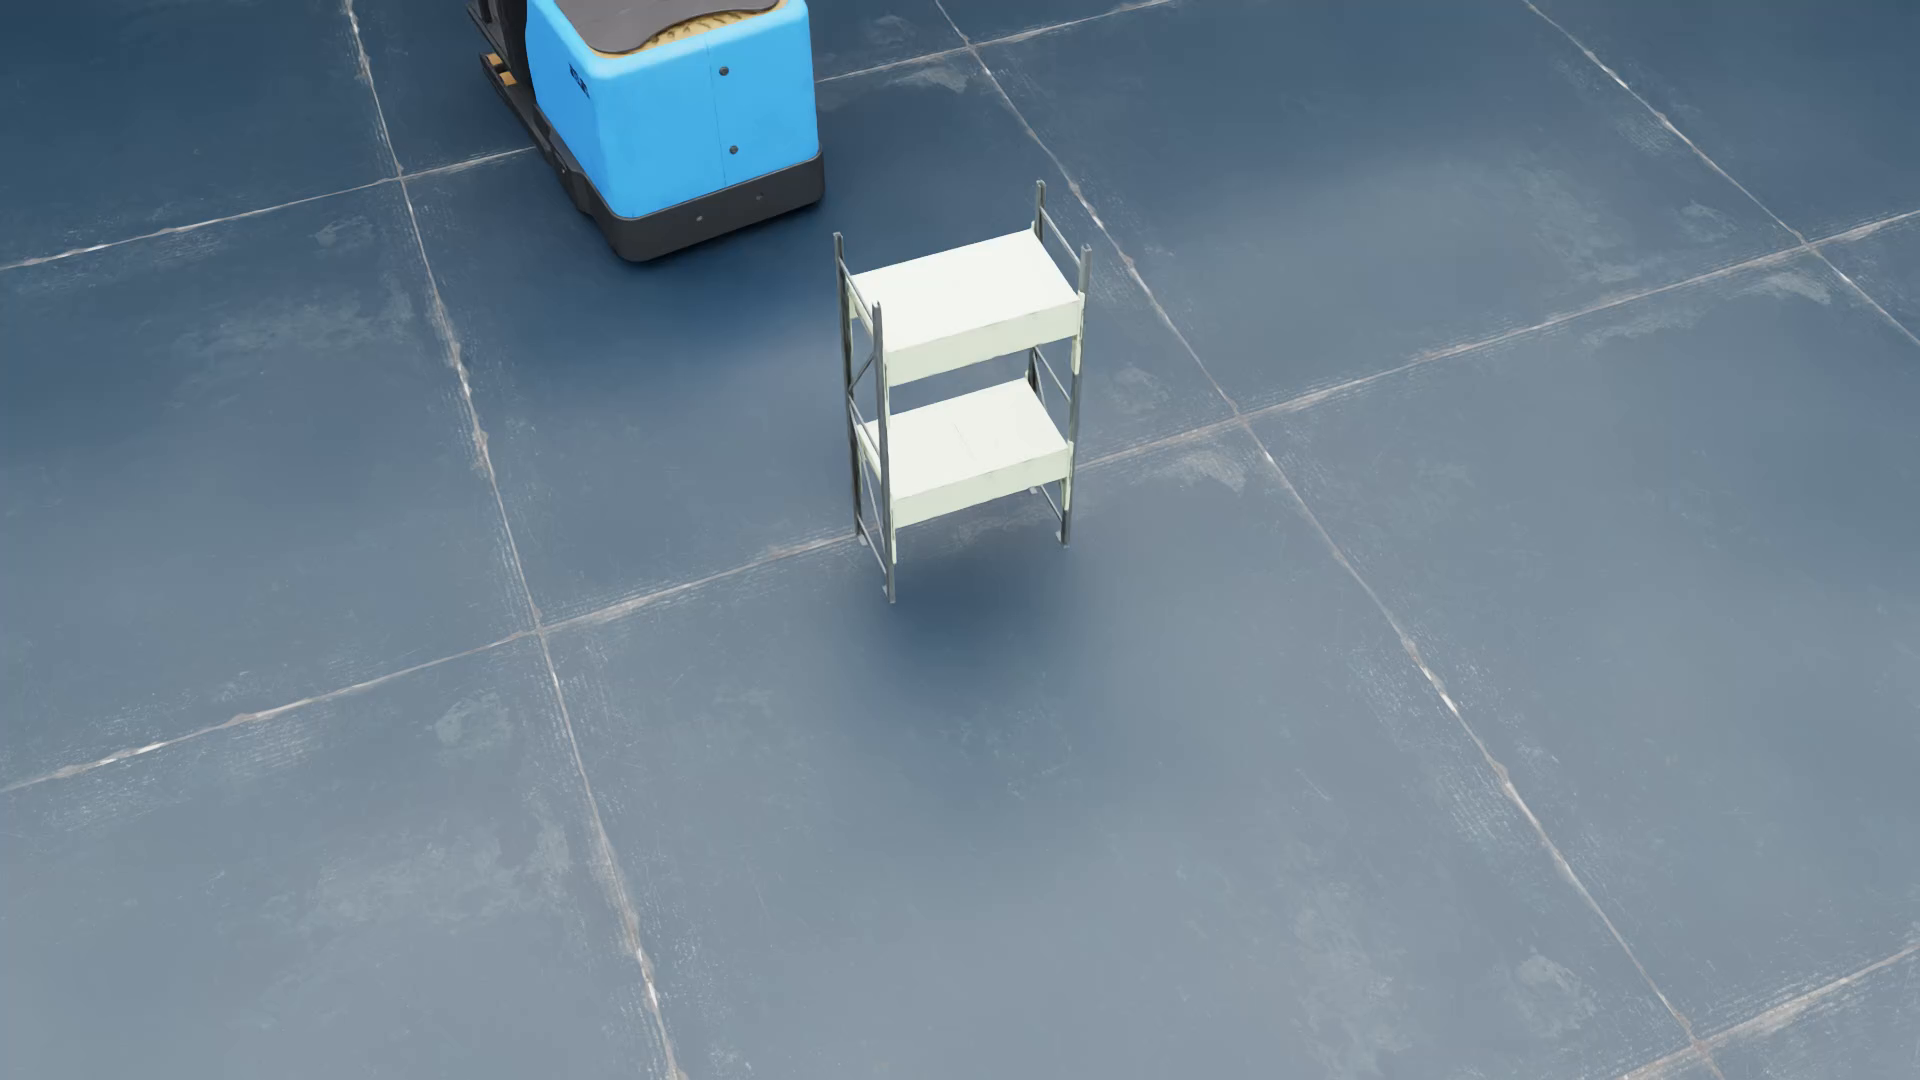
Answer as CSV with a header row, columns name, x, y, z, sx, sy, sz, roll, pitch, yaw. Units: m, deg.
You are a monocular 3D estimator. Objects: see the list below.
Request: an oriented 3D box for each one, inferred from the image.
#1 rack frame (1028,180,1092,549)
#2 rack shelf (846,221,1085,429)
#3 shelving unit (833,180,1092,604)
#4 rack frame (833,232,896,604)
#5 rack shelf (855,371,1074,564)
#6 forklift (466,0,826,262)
name,x,y,z,sx,sy,sz,roll,pitch,yaw
rack frame,0.345,-0.596,6.114,0.023,1.500,0.400,-17,52,-14
rack shelf,0.006,-0.745,5.727,0.720,0.370,0.431,-17,52,-14
shelving unit,0.006,-0.491,6.023,0.755,1.500,0.431,-17,52,-14
rack frame,-0.333,-0.386,5.933,0.023,1.500,0.400,-17,52,-14
rack shelf,0.006,-0.278,6.271,0.720,0.370,0.431,-17,52,-14
forklift,-1.813,-3.341,7.528,1.130,2.935,3.031,-24,53,-19
